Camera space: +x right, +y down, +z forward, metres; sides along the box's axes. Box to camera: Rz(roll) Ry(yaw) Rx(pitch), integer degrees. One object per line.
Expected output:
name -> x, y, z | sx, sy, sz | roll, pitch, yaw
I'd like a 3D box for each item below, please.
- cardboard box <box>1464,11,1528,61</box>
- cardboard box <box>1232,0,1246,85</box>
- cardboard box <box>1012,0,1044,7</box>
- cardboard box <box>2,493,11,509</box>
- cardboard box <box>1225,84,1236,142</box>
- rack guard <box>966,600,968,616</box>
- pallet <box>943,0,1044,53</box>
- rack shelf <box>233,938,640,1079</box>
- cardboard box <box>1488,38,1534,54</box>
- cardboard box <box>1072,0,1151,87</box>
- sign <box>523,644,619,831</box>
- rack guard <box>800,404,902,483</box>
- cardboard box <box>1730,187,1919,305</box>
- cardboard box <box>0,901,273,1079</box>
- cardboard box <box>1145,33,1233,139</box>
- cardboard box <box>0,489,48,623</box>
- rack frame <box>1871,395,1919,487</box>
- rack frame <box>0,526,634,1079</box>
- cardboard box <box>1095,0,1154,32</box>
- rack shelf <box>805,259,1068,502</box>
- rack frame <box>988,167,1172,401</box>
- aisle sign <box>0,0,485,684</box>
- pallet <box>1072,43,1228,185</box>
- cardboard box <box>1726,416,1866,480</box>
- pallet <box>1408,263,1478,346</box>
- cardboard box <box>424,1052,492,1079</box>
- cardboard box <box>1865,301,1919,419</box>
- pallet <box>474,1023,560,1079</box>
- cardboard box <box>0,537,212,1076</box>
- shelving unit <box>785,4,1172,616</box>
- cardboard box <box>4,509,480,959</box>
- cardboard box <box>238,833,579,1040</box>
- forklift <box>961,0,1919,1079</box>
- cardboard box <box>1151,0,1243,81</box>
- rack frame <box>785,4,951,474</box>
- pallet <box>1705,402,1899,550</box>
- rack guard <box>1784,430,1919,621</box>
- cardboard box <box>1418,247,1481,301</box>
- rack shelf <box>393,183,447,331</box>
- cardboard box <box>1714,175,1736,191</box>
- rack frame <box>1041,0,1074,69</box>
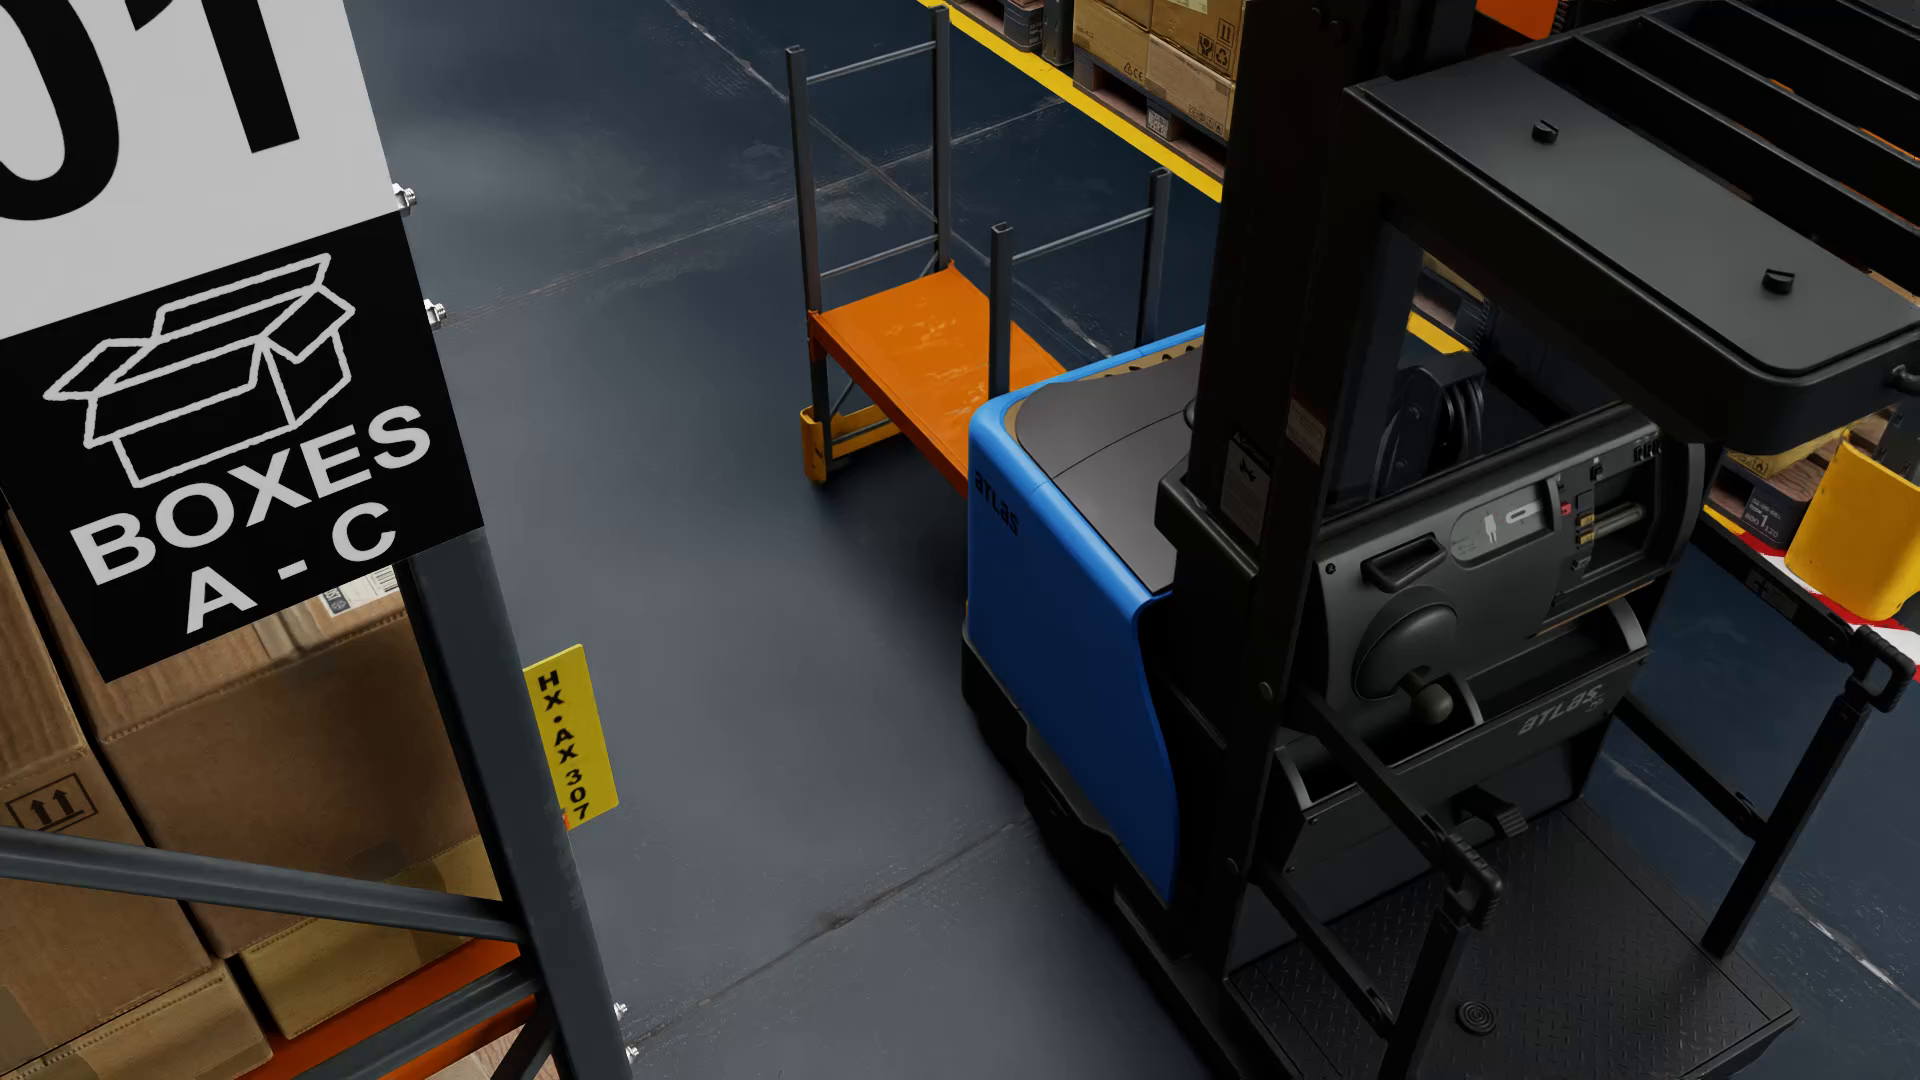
cardboard box -> 1.682, -1.623, 5.922 | 0.500, 0.500, 0.500 | -26, 49, -24
cardboard box -> 1.394, -1.906, 6.218 | 0.500, 0.500, 0.500 | -26, 49, -24
cardboard box -> 0.339, -2.707, 7.601 | 0.500, 0.250, 0.500 | -26, 50, -25
cardboard box -> -1.260, -0.102, 2.736 | 0.500, 0.500, 0.500 | -26, 49, -24
cardboard box -> 1.394, -1.634, 6.477 | 0.500, 0.250, 0.500 | -26, 49, -24
rack guard -> 0.280, 0.179, 4.881 | 0.587, 0.250, 0.087 | -23, 48, -23
pallet -> 0.360, -2.823, 8.054 | 1.003, 0.211, 1.213 | -26, 49, -24
rack shelf -> -2.103, -0.078, 3.680 | 1.077, 0.370, 4.000 | -26, 49, -24
cardboard box -> 1.967, -1.340, 5.625 | 0.500, 0.500, 0.500 | -26, 49, -24
cardboard box -> 0.830, -2.205, 7.074 | 0.500, 0.250, 0.500 | -26, 49, -24
sign -> -0.514, 0.267, 2.171 | 0.100, 0.325, 0.005 | -26, 49, -24
rack guard -> -0.249, -0.404, 5.492 | 0.587, 0.250, 0.087 | -23, 48, -23
cardboard box -> 2.551, -0.779, 5.038 | 0.500, 0.500, 0.500 | -26, 49, -24
cardboard box -> -1.385, 0.654, 2.487 | 0.500, 0.250, 0.500 | -25, 49, -24
cardboard box -> 1.112, -1.919, 6.775 | 0.500, 0.250, 0.500 | -26, 49, -24
cardboard box -> -1.683, 0.099, 2.526 | 0.500, 0.500, 0.500 | -25, 49, -24
rack frame -> 3.102, -1.164, 4.297 | 1.000, 3.000, 0.127 | -26, 49, -24
rack frame -> -0.956, 0.793, 2.247 | 0.949, 2.616, 0.053 | -26, 49, -24
cardboard box -> 0.822, -2.472, 6.811 | 0.500, 0.500, 0.500 | -26, 49, -24
rack shelf -> 0.021, -0.429, 4.873 | 0.538, 0.185, 1.000 | -23, 48, -23
rack frame -> 0.291, -0.261, 4.438 | 0.500, 1.500, 0.032 | -23, 48, -23
aisle sign -> -0.672, -0.223, 1.429 | 0.394, 0.787, 0.004 | -26, 49, -24
pallet -> 1.234, -1.954, 7.144 | 1.003, 0.211, 1.213 | -26, 49, -24
cardboard box -> 2.553, -0.509, 5.298 | 0.500, 0.250, 0.500 | -26, 49, -24
pallet -> 1.936, -1.263, 6.420 | 1.003, 0.211, 1.213 | -26, 49, -24
cardboard box -> -1.281, 1.181, 3.469 | 0.500, 0.311, 0.500 | -31, 52, -29
cardboard box -> 2.978, -0.713, 5.512 | 0.500, 0.250, 0.500 | -26, 49, -24
pallet -> -1.438, 1.286, 3.750 | 1.003, 0.211, 1.213 | -26, 49, -24
cardboard box -> -1.403, 0.388, 2.223 | 0.500, 0.500, 0.500 | -26, 50, -25
shelving unit -> 0.016, -0.564, 4.755 | 0.587, 1.500, 1.083 | -23, 48, -23
cardboard box -> -0.986, 0.181, 2.439 | 0.500, 0.500, 0.500 | -26, 49, -24
cardboard box -> -0.978, 0.440, 2.711 | 0.500, 0.250, 0.500 | -27, 50, -26
forklift -> 1.152, 0.124, 2.998 | 1.130, 2.935, 3.031 | -21, 47, -20
cardboard box -> 1.115, -2.192, 6.518 | 0.500, 0.500, 0.500 | -26, 49, -24
rack frame -> -0.249, -0.856, 5.061 | 0.500, 1.500, 0.032 | -23, 48, -23
pallet -> 2.630, -0.572, 5.696 | 1.003, 0.211, 1.213 | -26, 49, -24
rack guard -> 3.116, -0.246, 5.146 | 1.175, 0.500, 0.348 | -26, 49, -24
cardboard box -> 1.969, -1.069, 5.885 | 0.500, 0.250, 0.500 | -26, 49, -24
rack shelf -> -2.103, -1.163, 2.644 | 1.077, 0.370, 4.000 | -26, 49, -24
cardboard box -> 2.690, -1.267, 5.549 | 0.500, 0.500, 0.500 | -26, 49, -24
rack frame -> 0.814, -3.430, 6.670 | 1.000, 3.000, 0.127 | -26, 49, -24
